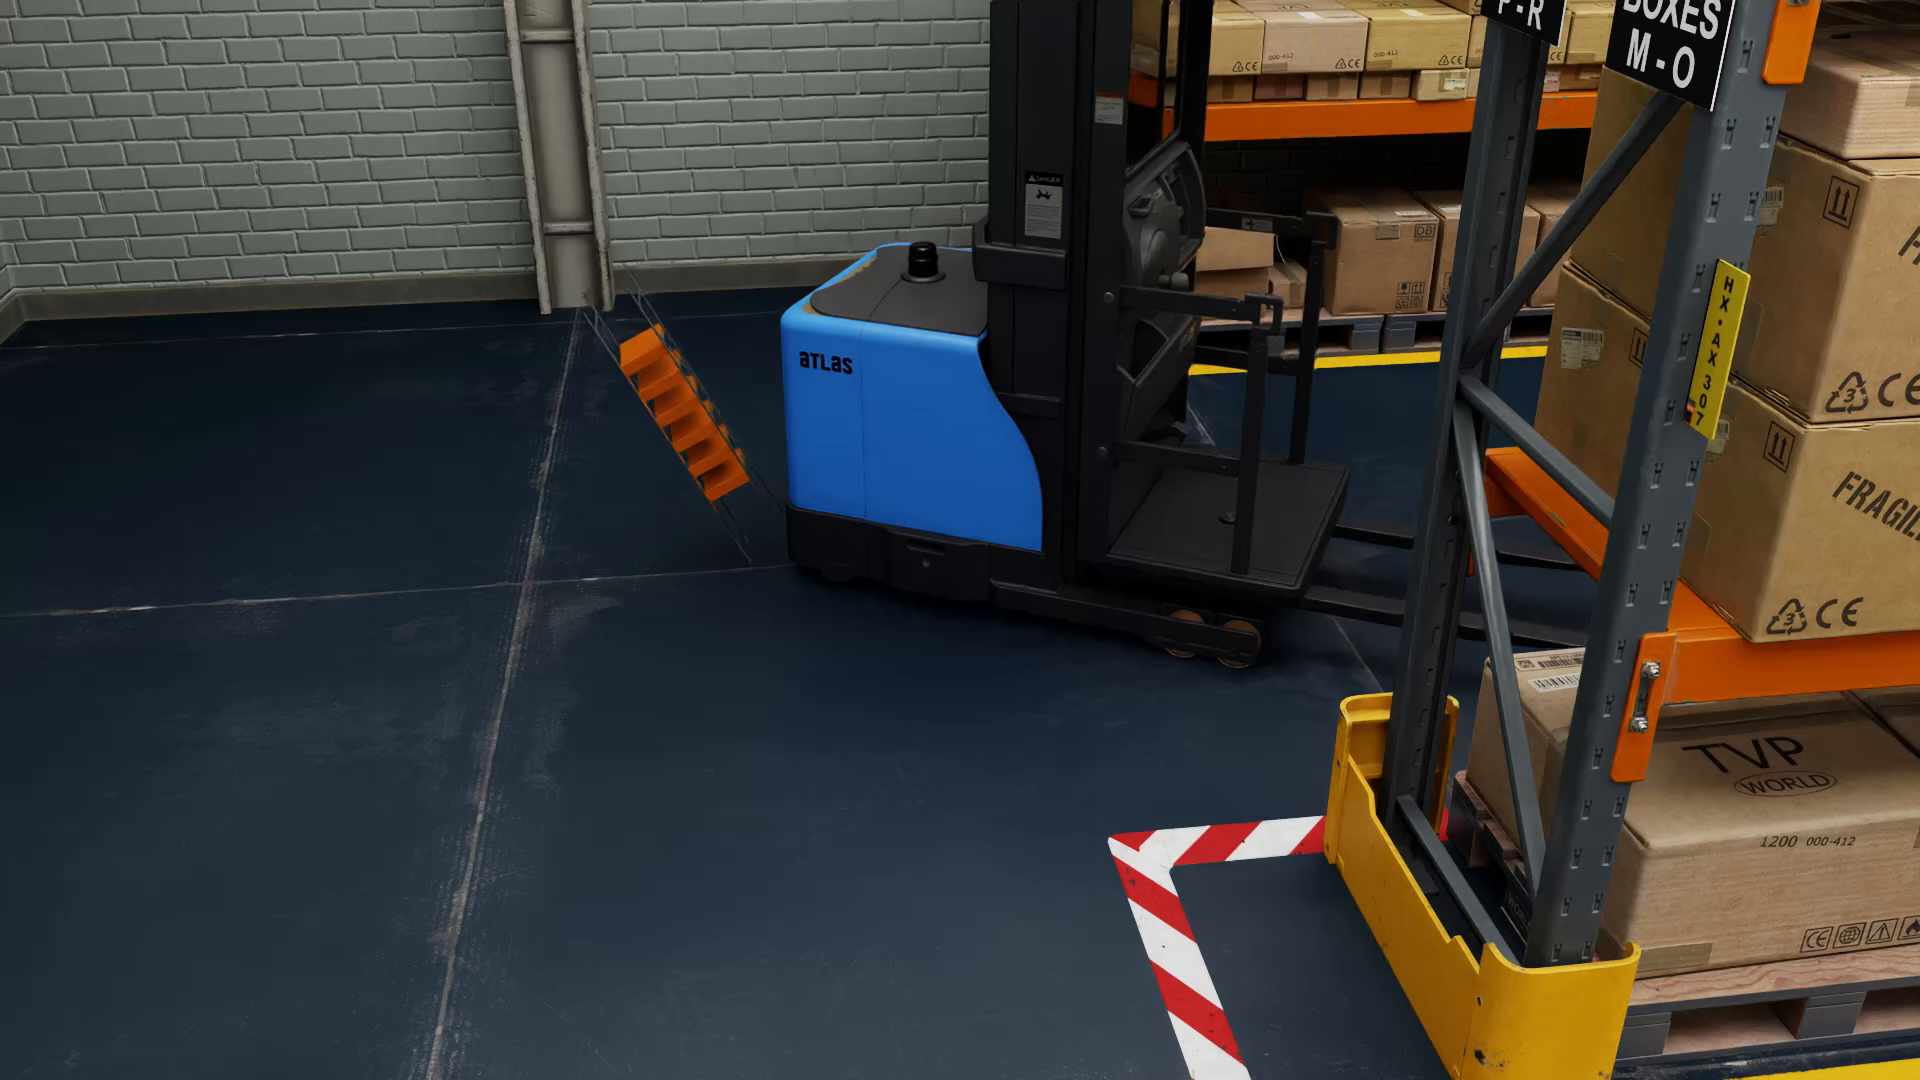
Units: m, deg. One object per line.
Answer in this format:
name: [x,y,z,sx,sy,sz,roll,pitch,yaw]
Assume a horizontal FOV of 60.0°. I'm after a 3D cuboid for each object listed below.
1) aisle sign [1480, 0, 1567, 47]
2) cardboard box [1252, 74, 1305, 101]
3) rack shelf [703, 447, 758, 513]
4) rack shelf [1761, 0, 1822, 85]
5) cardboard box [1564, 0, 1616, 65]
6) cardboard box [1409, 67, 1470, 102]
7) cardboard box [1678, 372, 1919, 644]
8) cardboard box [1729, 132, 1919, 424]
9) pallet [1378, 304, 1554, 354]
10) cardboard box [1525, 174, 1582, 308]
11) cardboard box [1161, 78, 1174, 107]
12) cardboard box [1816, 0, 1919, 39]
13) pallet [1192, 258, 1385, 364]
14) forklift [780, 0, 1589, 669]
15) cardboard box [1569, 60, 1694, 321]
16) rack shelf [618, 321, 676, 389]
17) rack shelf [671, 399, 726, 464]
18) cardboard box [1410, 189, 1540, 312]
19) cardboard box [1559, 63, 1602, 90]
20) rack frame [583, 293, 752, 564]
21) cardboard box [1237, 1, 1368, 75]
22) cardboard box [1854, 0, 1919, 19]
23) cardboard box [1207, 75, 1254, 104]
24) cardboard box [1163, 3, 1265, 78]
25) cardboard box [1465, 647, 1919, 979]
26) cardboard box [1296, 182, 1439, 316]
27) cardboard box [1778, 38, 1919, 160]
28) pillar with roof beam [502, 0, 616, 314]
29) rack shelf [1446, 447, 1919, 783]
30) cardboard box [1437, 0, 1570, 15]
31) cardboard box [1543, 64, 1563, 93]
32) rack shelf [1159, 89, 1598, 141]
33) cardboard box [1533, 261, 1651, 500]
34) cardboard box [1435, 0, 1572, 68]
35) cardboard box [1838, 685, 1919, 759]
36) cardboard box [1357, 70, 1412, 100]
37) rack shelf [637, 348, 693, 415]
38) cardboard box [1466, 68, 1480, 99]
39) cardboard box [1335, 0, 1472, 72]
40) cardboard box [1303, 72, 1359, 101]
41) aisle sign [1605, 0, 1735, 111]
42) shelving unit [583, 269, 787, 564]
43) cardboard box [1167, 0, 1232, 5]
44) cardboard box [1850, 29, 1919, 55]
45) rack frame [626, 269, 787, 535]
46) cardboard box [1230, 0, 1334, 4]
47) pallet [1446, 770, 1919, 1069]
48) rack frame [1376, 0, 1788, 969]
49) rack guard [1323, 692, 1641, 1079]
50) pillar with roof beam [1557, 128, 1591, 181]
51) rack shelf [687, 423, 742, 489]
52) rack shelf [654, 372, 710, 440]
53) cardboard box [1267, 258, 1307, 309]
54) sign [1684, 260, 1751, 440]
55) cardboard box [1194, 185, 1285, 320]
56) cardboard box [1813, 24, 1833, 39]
aisle sign: [1.233,-1.478,3.497,0.004,0.787,0.394,-4,27,-7]
cardboard box: [1.517,-2.284,8.191,0.250,0.149,0.380,-4,27,-8]
rack shelf: [-0.906,-0.242,6.505,0.180,0.103,0.258,-29,29,3]
rack shelf: [3.328,-1.327,3.554,4.000,0.370,1.077,-4,27,-7]
cardboard box: [3.153,-2.542,8.258,0.500,0.250,0.500,-4,27,-7]
cardboard box: [2.299,-2.274,8.171,0.250,0.149,0.380,-4,27,-9]
cardboard box: [1.863,-0.131,3.610,0.500,0.500,0.500,-4,27,-8]
cardboard box: [1.863,-0.577,3.384,0.500,0.500,0.500,-4,27,-8]
pallet: [2.723,-1.321,9.093,1.213,0.211,1.003,-4,27,-7]
cardboard box: [3.151,-1.603,8.866,0.500,0.500,0.700,-5,28,-9]
cardboard box: [1.016,-2.214,8.055,0.250,0.149,0.380,-4,27,-8]
cardboard box: [1.923,-1.104,3.701,0.250,0.149,0.380,-3,27,-6]
pallet: [1.517,-1.245,8.945,1.213,0.211,1.003,-4,27,-7]
forklift: [0.900,-1.126,5.735,3.031,2.935,1.130,10,29,19]
cardboard box: [1.792,-0.813,3.845,0.500,0.500,0.500,-3,27,-5]
rack shelf: [-1.170,-0.695,6.214,0.180,0.103,0.258,-29,29,3]
rack shelf: [-1.012,-0.423,6.389,0.180,0.103,0.258,-29,29,3]
cardboard box: [2.661,-1.525,8.715,0.500,0.500,0.500,-3,27,-6]
cardboard box: [3.040,-2.384,8.387,0.250,0.149,0.380,-3,27,-6]
rack frame: [-1.112,-0.413,6.372,0.006,1.200,0.240,-29,29,3]
cardboard box: [1.639,-2.434,8.047,0.500,0.250,0.500,-3,27,-7]
cardboard box: [2.167,-1.158,3.807,0.250,0.149,0.380,-4,27,-8]
cardboard box: [1.262,-2.252,8.128,0.250,0.149,0.380,-3,27,-6]
cardboard box: [1.139,-2.402,7.984,0.500,0.250,0.500,-4,27,-7]
cardboard box: [1.987,0.680,4.485,0.875,0.438,0.875,-5,28,-9]
cardboard box: [2.123,-1.537,8.738,0.500,0.500,0.700,-3,27,-5]
cardboard box: [1.738,-0.861,3.227,0.250,0.149,0.380,-3,27,-6]
pillar with roof beam: [-1.543,-3.388,3.496,0.400,9.000,9.100,-4,27,-7]
rack shelf: [3.328,0.007,4.238,4.000,0.370,1.077,-4,27,-7]
cardboard box: [2.625,-2.831,7.999,0.500,0.500,0.500,-3,27,-6]
cardboard box: [2.802,-2.347,8.314,0.250,0.149,0.380,-4,27,-7]
rack shelf: [2.633,-2.237,8.611,4.000,0.370,1.077,-4,27,-7]
cardboard box: [1.788,-0.381,4.096,0.500,0.500,0.500,-4,27,-7]
cardboard box: [2.643,-2.510,8.195,0.500,0.250,0.500,-4,27,-8]
cardboard box: [2.892,0.618,4.606,0.875,0.438,0.875,-3,27,-6]
cardboard box: [2.038,-2.292,8.206,0.250,0.149,0.380,-3,27,-6]
rack shelf: [-1.118,-0.604,6.273,0.180,0.103,0.258,-29,29,3]
cardboard box: [2.557,-2.300,8.222,0.250,0.149,0.380,-3,27,-6]
cardboard box: [2.140,-2.468,8.113,0.500,0.250,0.500,-4,27,-8]
cardboard box: [1.776,-2.272,8.168,0.250,0.149,0.380,-3,27,-5]
aisle sign: [1.317,-1.207,2.968,0.004,0.787,0.394,-4,27,-7]
shelving unit: [-1.031,-0.456,6.368,0.189,1.200,0.258,-29,29,3]
cardboard box: [1.071,-2.644,8.456,0.500,0.250,0.500,-3,27,-6]
cardboard box: [1.987,-0.910,3.322,0.250,0.149,0.380,-3,27,-6]
rack frame: [-0.951,-0.500,6.363,0.006,1.200,0.240,-29,29,3]
cardboard box: [1.582,-2.676,8.519,0.500,0.250,0.500,-4,27,-7]
pallet: [2.129,0.969,4.631,1.213,0.211,1.003,-4,27,-7]
rack frame: [1.348,-0.186,3.826,0.127,3.000,1.000,-4,27,-7]
rack guard: [1.324,0.928,4.394,0.348,0.500,1.175,-4,27,-7]
pillar with roof beam: [4.398,-3.770,4.240,0.400,9.000,9.100,-4,27,-7]
rack shelf: [-0.959,-0.332,6.447,0.180,0.103,0.258,-29,29,3]
rack shelf: [-1.065,-0.513,6.331,0.180,0.103,0.258,-29,29,3]
cardboard box: [1.697,-1.353,8.765,0.250,0.149,0.380,-5,28,-9]
sign: [1.419,-0.355,3.121,0.005,0.325,0.100,-4,27,-7]
cardboard box: [1.271,-1.502,8.665,0.637,0.503,0.797,-5,28,-9]
cardboard box: [1.675,-1.077,3.648,0.250,0.149,0.380,-3,27,-6]
